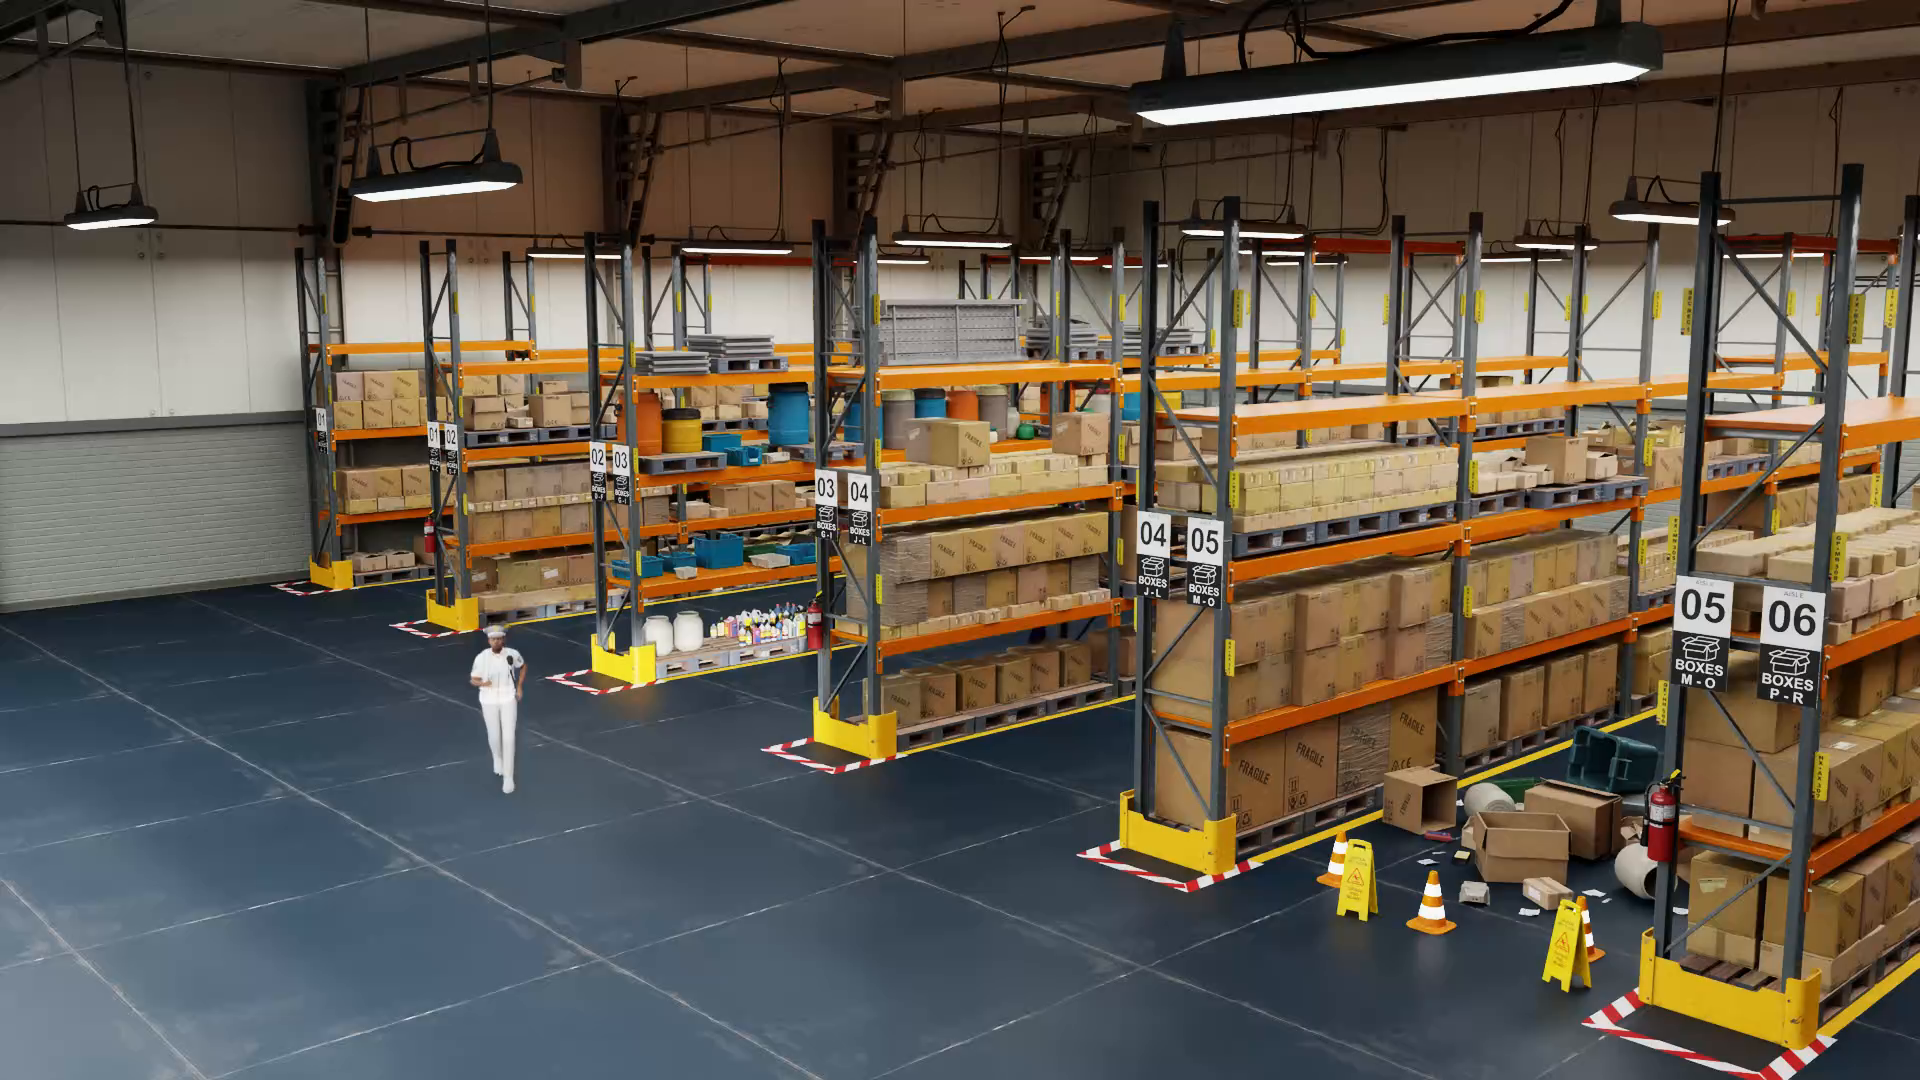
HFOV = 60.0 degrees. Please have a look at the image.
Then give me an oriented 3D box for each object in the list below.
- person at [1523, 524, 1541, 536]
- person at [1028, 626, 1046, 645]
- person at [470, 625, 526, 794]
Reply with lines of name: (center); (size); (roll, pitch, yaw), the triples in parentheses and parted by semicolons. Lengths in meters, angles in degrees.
person: (8.877, 0.511, 25.826); (0.574, 1.740, 0.628); (-8, 11, -42)
person: (0.984, 0.719, 23.184); (0.592, 1.768, 0.707); (8, 12, 44)
person: (-4.886, 1.736, 17.631); (0.570, 1.723, 0.871); (-2, 9, -13)
